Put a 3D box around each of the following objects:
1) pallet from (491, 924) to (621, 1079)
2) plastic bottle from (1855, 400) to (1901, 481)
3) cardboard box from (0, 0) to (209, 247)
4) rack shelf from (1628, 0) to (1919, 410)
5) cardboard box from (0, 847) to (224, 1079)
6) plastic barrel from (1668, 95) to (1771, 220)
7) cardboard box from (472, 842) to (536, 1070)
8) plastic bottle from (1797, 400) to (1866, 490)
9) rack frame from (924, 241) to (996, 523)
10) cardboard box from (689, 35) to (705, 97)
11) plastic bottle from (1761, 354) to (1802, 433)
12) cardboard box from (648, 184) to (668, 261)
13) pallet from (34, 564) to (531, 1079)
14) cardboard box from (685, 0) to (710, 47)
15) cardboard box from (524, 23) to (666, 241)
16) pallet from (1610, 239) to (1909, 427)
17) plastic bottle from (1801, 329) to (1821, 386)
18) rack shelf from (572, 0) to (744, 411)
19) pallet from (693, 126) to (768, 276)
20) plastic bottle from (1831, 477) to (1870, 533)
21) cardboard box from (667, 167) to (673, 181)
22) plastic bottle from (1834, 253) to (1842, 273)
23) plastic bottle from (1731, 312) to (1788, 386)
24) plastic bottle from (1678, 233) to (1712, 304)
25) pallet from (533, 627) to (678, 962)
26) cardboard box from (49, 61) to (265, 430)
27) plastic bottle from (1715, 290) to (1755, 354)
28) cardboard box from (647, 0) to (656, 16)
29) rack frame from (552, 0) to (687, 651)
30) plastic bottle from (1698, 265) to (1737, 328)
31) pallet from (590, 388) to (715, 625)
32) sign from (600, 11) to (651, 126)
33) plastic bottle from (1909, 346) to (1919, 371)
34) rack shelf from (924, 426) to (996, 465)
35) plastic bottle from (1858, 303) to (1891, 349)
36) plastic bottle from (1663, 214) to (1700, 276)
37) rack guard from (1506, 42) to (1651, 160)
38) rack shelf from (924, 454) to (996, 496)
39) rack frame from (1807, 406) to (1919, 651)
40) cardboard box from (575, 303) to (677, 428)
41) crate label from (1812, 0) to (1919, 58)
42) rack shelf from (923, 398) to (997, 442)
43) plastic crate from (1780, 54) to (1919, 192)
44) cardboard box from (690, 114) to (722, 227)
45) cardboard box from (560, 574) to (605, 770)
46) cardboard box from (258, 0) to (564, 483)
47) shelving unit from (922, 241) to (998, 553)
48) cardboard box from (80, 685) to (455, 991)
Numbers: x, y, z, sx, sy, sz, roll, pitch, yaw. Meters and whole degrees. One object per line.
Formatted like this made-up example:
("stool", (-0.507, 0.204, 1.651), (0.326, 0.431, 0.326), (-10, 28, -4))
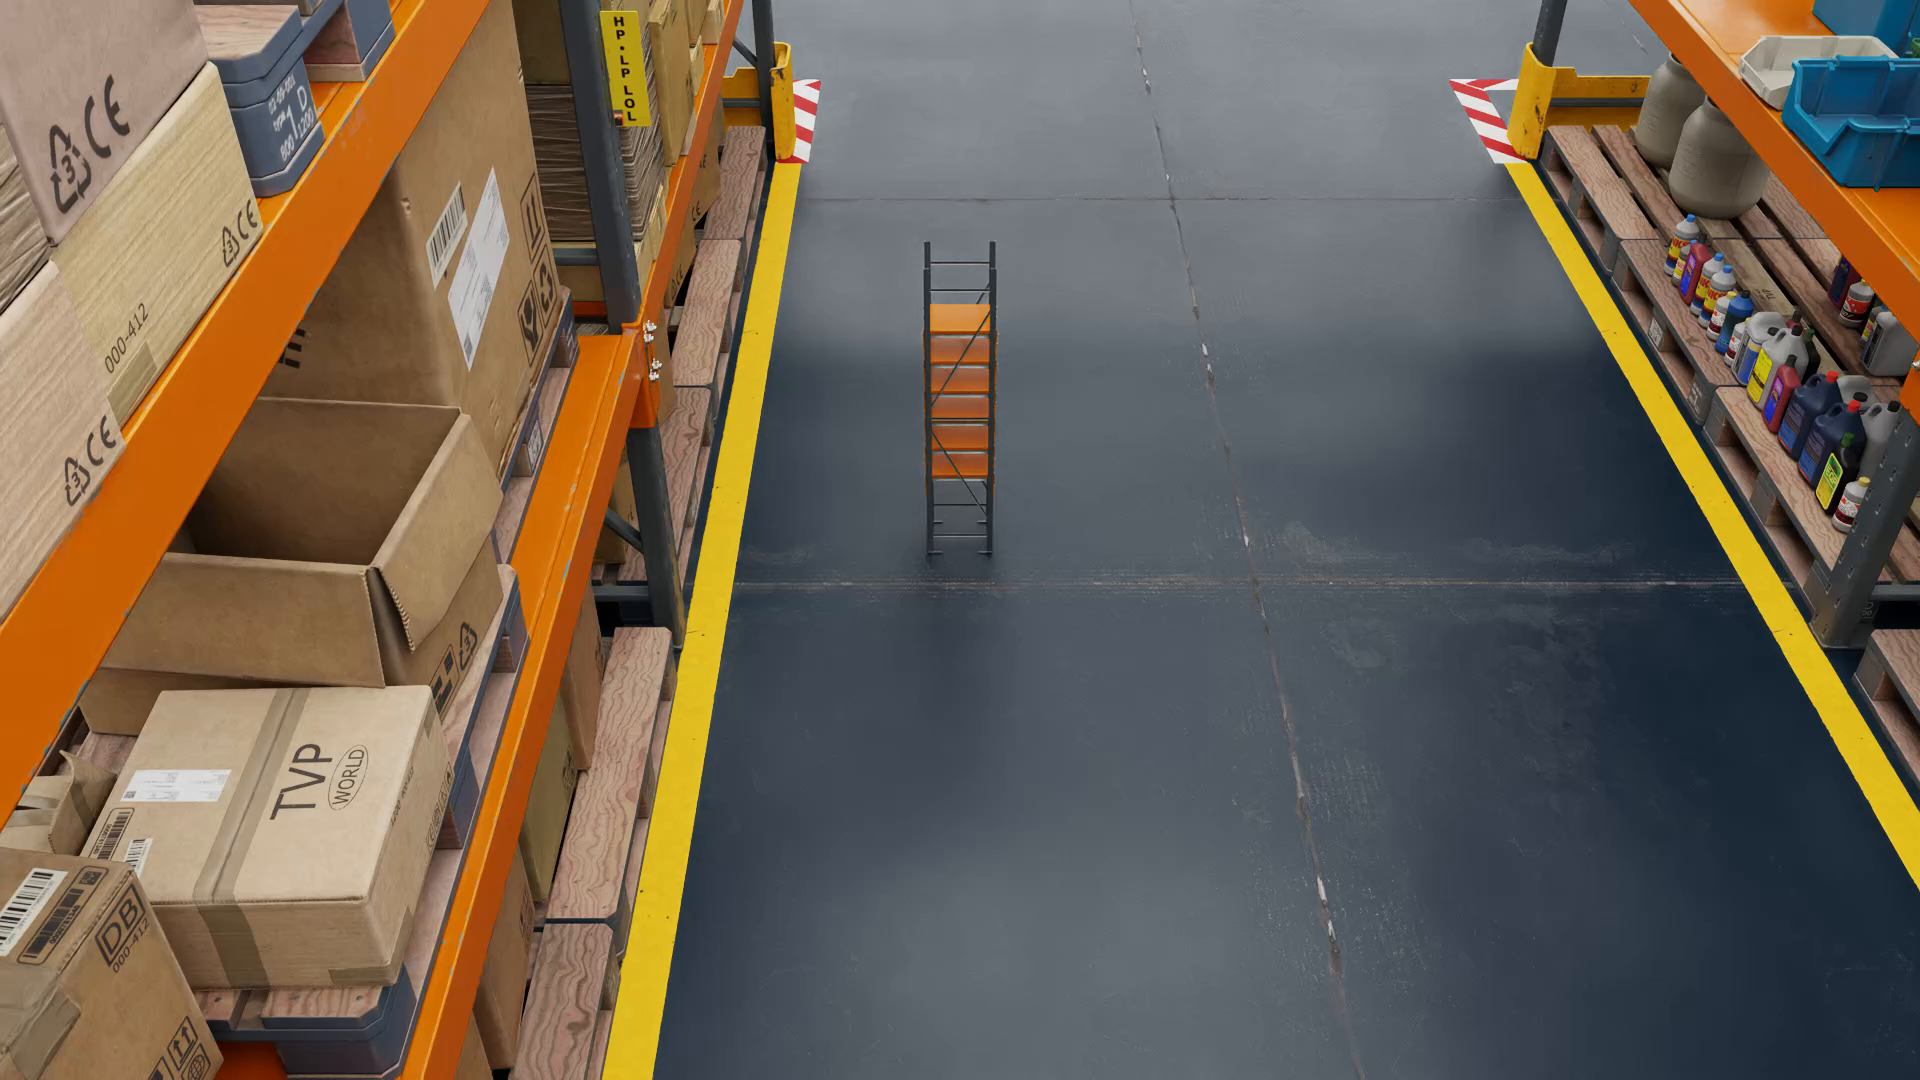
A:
("pallet", (-1.456, 1.517, 4.189), (1.003, 0.211, 1.213), (0, 39, 0))
("plastic bottle", (3.346, -0.367, 6.076), (0.144, 0.351, 0.185), (0, 39, 0))
("cardboard box", (-1.206, -0.652, 1.787), (0.500, 0.500, 0.500), (-1, 39, -1))
("rack shelf", (3.488, -1.797, 6.669), (1.077, 0.370, 4.000), (0, 39, 0))
("cardboard box", (-1.599, 0.789, 2.451), (0.700, 0.500, 0.500), (5, 39, 7))
("plastic barrel", (3.564, -1.796, 7.746), (0.421, 0.512, 0.421), (0, 39, 0))
("cardboard box", (-1.501, 1.013, 4.235), (0.700, 0.500, 0.500), (-3, 39, -4))
("plastic bottle", (3.201, -0.367, 6.076), (0.144, 0.351, 0.185), (-1, 39, -1))
("rack frame", (0.000, -0.534, 5.957), (0.240, 1.200, 0.006), (0, 39, 0))
("cardboard box", (-1.177, -1.798, 6.296), (0.380, 0.149, 0.250), (0, 39, 0))
("plastic bottle", (3.159, -0.563, 6.374), (0.061, 0.283, 0.133), (2, 39, 3))
("cardboard box", (-1.149, -1.016, 5.320), (0.380, 0.149, 0.250), (0, 39, 0))
("pallet", (-1.501, 0.515, 3.362), (1.003, 0.211, 1.213), (0, 39, 0))
("cardboard box", (-1.427, -2.198, 6.276), (0.875, 0.500, 0.500), (0, 39, 0))
("cardboard box", (-1.401, -1.260, 5.105), (0.875, 0.500, 0.500), (0, 39, 0))
("pallet", (3.527, -0.923, 7.234), (1.003, 0.211, 1.213), (0, 39, 0))
("plastic bottle", (3.303, -0.679, 6.519), (0.061, 0.283, 0.133), (0, 39, 0))
("rack shelf", (-1.465, -1.793, 6.664), (1.077, 0.370, 4.000), (0, 39, 0))
("pallet", (-1.502, -1.681, 8.179), (1.003, 0.211, 1.213), (0, 39, 0))
("plastic bottle", (3.178, -0.133, 5.903), (0.097, 0.201, 0.097), (0, 39, 0))
("cardboard box", (-1.187, -1.329, 5.710), (0.380, 0.149, 0.250), (0, 39, 0))
("plastic bottle", (3.926, -1.260, 7.309), (0.097, 0.201, 0.097), (0, 39, 0))
("plastic bottle", (3.205, -0.762, 6.628), (0.152, 0.276, 0.135), (1, 39, 1))
("plastic bottle", (3.158, -1.164, 7.124), (0.061, 0.283, 0.133), (1, 39, 1))
("pallet", (-1.460, 0.752, 5.143), (1.003, 0.211, 1.213), (0, 39, 0))
("cardboard box", (-1.214, -0.370, 2.035), (0.500, 0.250, 0.500), (1, 39, 1))
("plastic bottle", (3.177, -0.898, 6.801), (0.097, 0.271, 0.097), (0, 39, 0))
("cardboard box", (-1.211, -1.963, 5.183), (0.500, 0.500, 0.500), (0, 39, 0))
("rack frame", (-1.463, -0.823, 4.879), (1.000, 3.000, 0.127), (0, 39, 0))
("plastic bottle", (3.177, -1.024, 6.959), (0.097, 0.271, 0.097), (0, 39, 0))
("pallet", (-1.499, -0.155, 6.275), (1.003, 0.211, 1.213), (0, 39, 0))
("sign", (-0.908, -1.278, 4.520), (0.100, 0.325, 0.005), (0, 39, 0))
("plastic bottle", (3.904, -0.854, 6.683), (0.144, 0.351, 0.185), (0, 39, 0))
("rack shelf", (0.000, -0.349, 5.989), (0.258, 0.103, 0.180), (0, 39, 0))
("plastic bottle", (3.783, -0.884, 6.841), (0.097, 0.201, 0.097), (0, 39, 0))
("plastic bottle", (3.176, -1.301, 7.305), (0.097, 0.271, 0.097), (0, 39, 0))
("rack guard", (3.533, -2.305, 8.727), (1.175, 0.500, 0.348), (0, 39, 0))
("rack shelf", (0.000, -0.255, 6.064), (0.258, 0.103, 0.180), (0, 39, 0))
("rack frame", (3.490, -0.827, 4.883), (1.000, 3.000, 0.127), (0, 39, 0))
("cardboard box", (-1.431, -0.620, 6.288), (0.500, 0.500, 0.500), (12, 40, 14))
("crate label", (3.758, -2.191, 6.557), (0.502, 0.435, 0.616), (0, 39, 0))
("rack shelf", (0.000, -0.443, 5.914), (0.258, 0.103, 0.180), (0, 39, 0))
("plastic crate", (3.218, -1.461, 5.793), (0.499, 0.251, 0.616), (0, 39, 0))
("cardboard box", (-1.448, -1.749, 7.697), (0.500, 0.500, 0.500), (10, 40, 12))
("cardboard box", (-1.483, 0.365, 5.044), (0.700, 0.500, 0.500), (-3, 39, -4))
("cardboard box", (-1.602, -0.724, 3.940), (1.000, 1.000, 1.000), (0, 39, 0))
("shelving unit", (0.000, -0.477, 5.886), (0.258, 1.200, 0.189), (0, 39, 0))
("cardboard box", (-1.230, 0.525, 2.981), (0.500, 0.250, 0.500), (-1, 39, -1))
